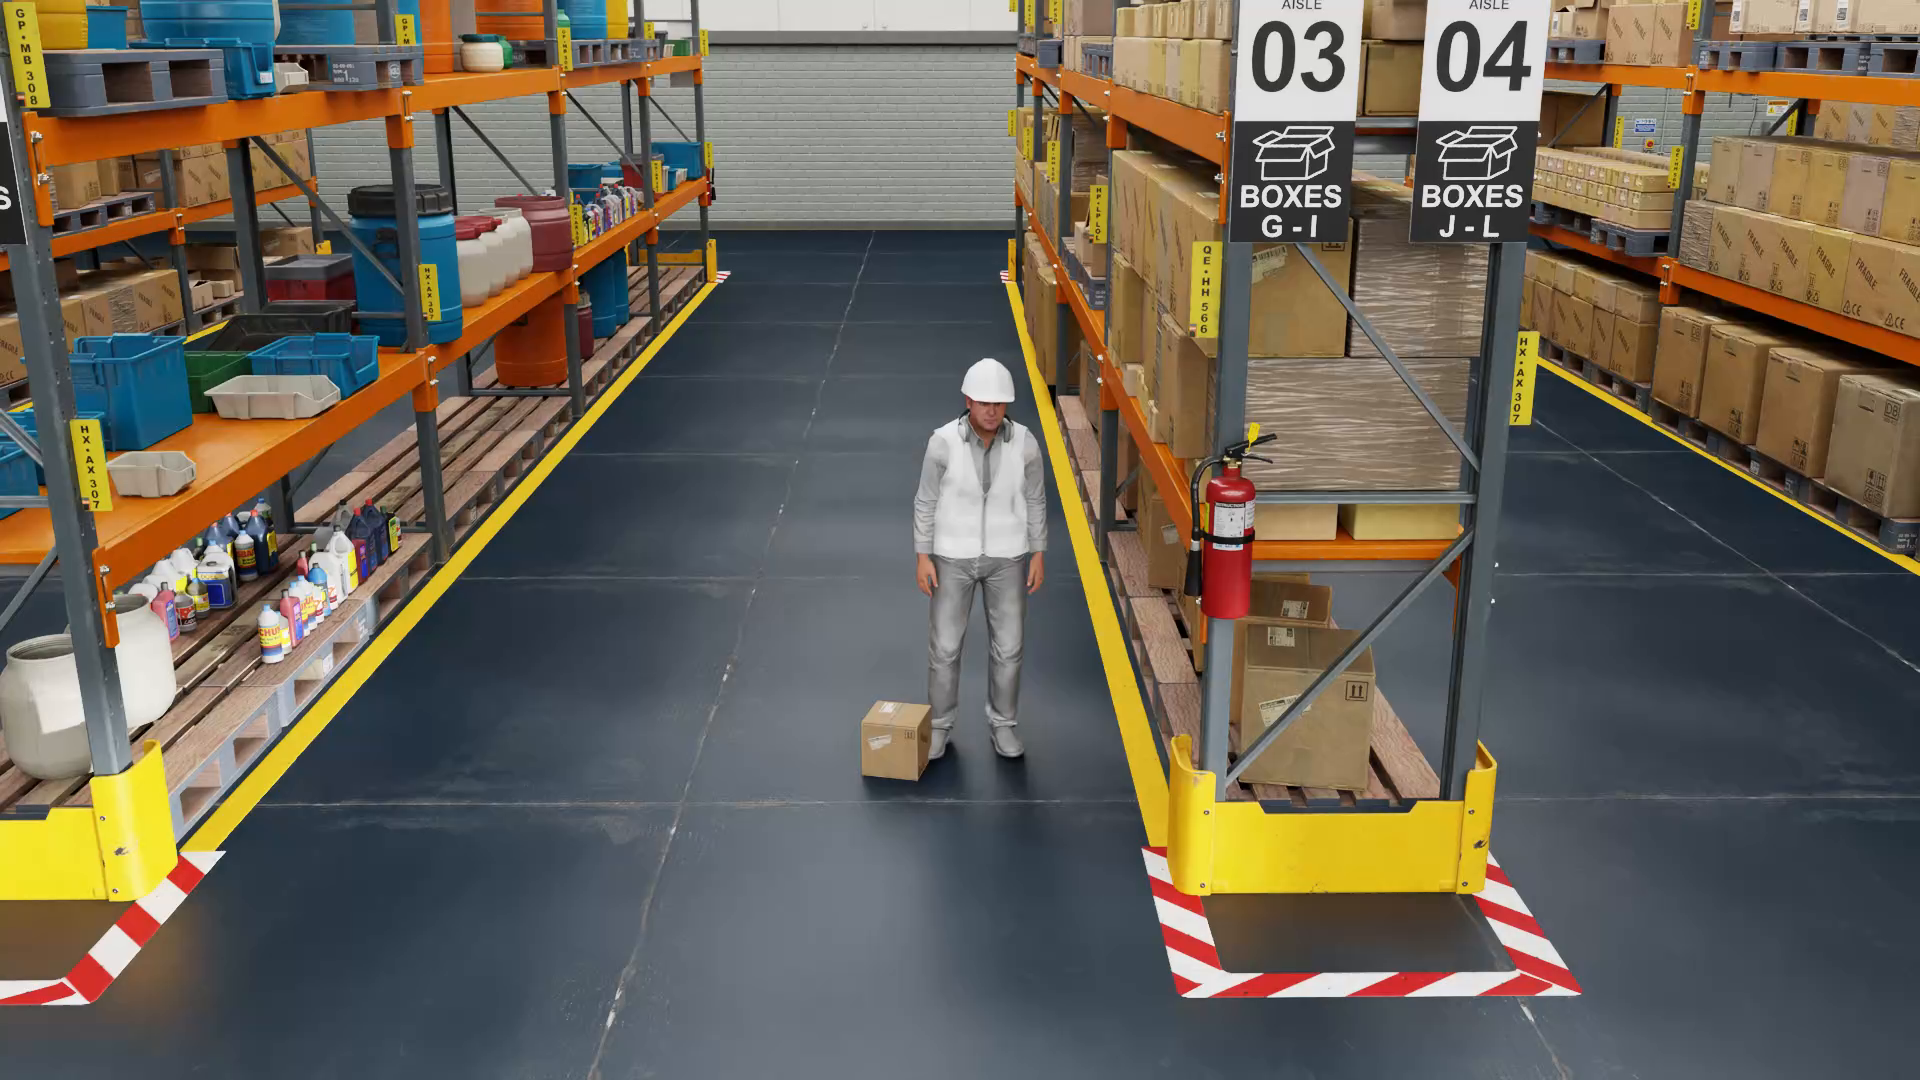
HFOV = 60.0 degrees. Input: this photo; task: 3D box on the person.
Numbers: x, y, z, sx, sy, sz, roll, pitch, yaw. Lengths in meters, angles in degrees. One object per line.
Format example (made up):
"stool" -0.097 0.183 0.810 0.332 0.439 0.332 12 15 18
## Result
"person" 0.089 0.078 7.244 0.593 1.771 0.464 -2 17 -6
